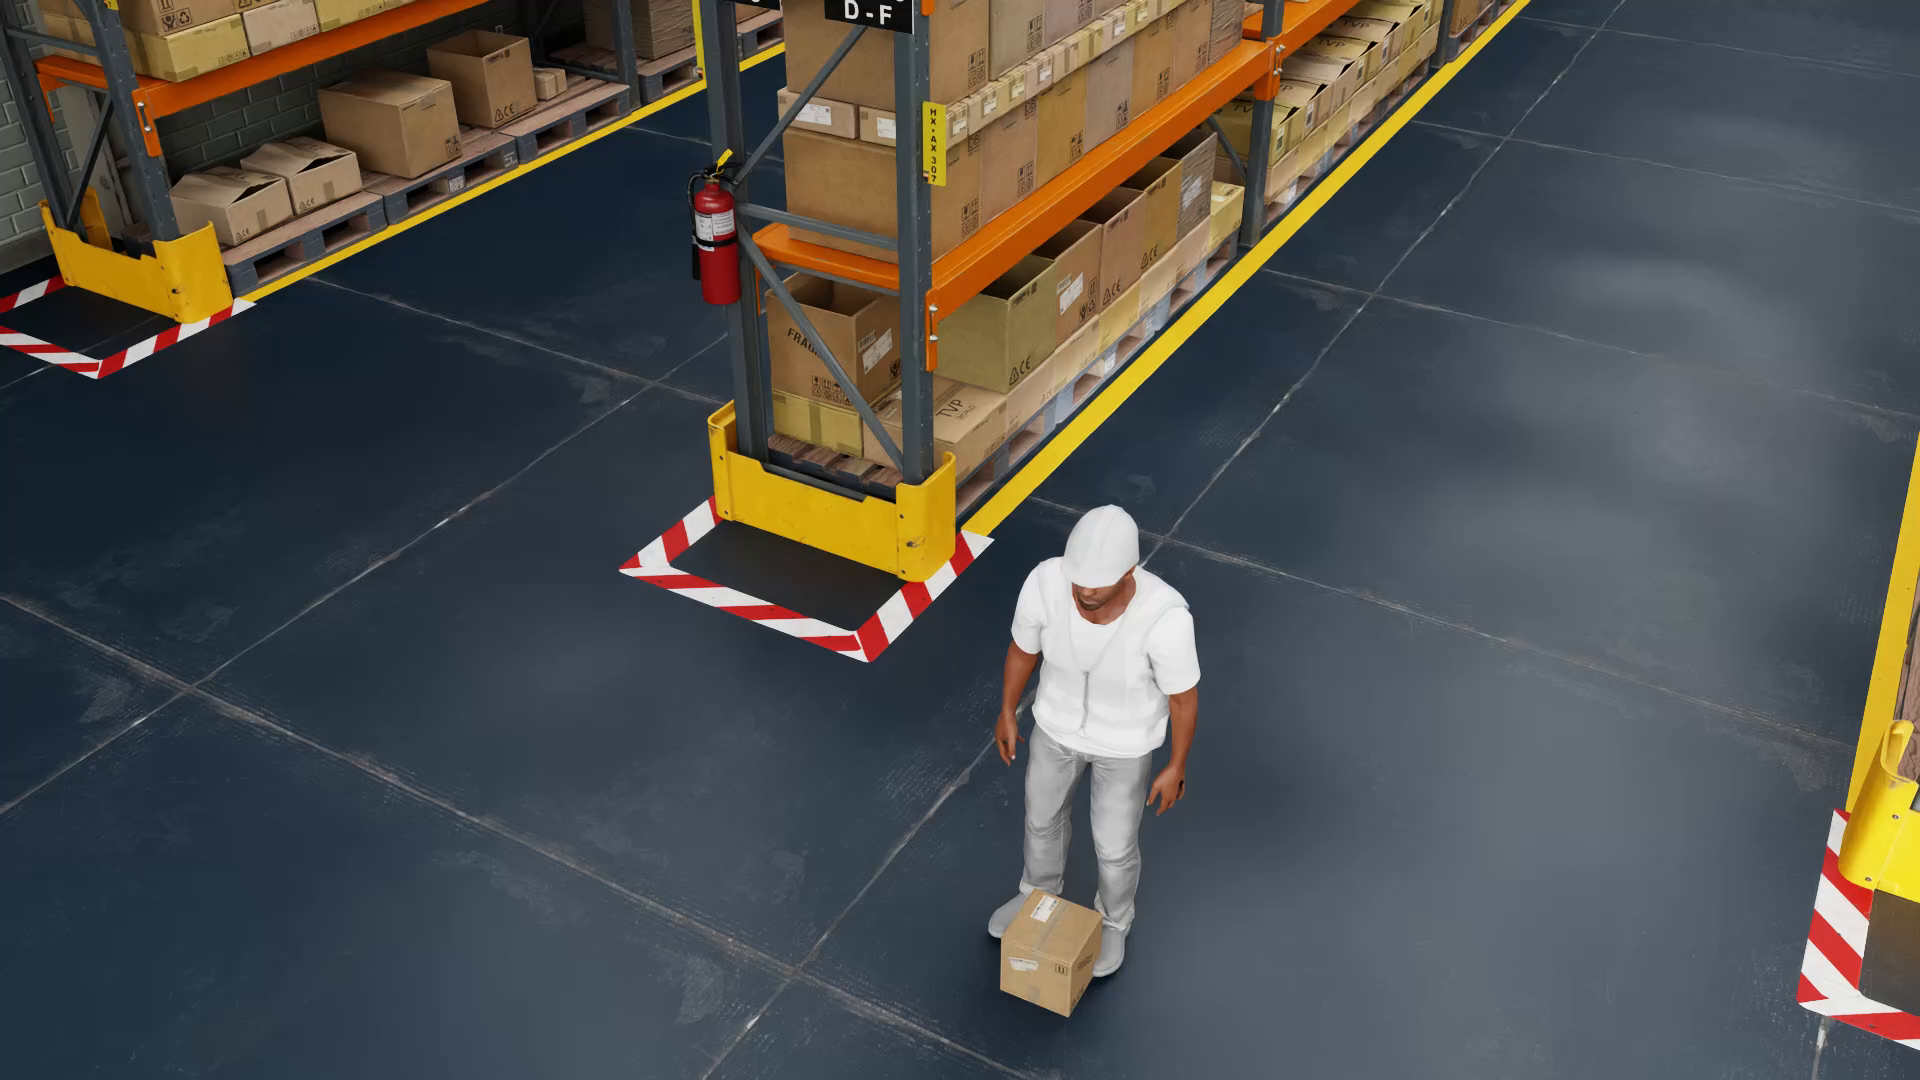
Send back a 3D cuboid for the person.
[{"bbox_3d":[0.414,0.619,5.205,0.636,1.761,0.454,16,37,22],"label":"person"}]
